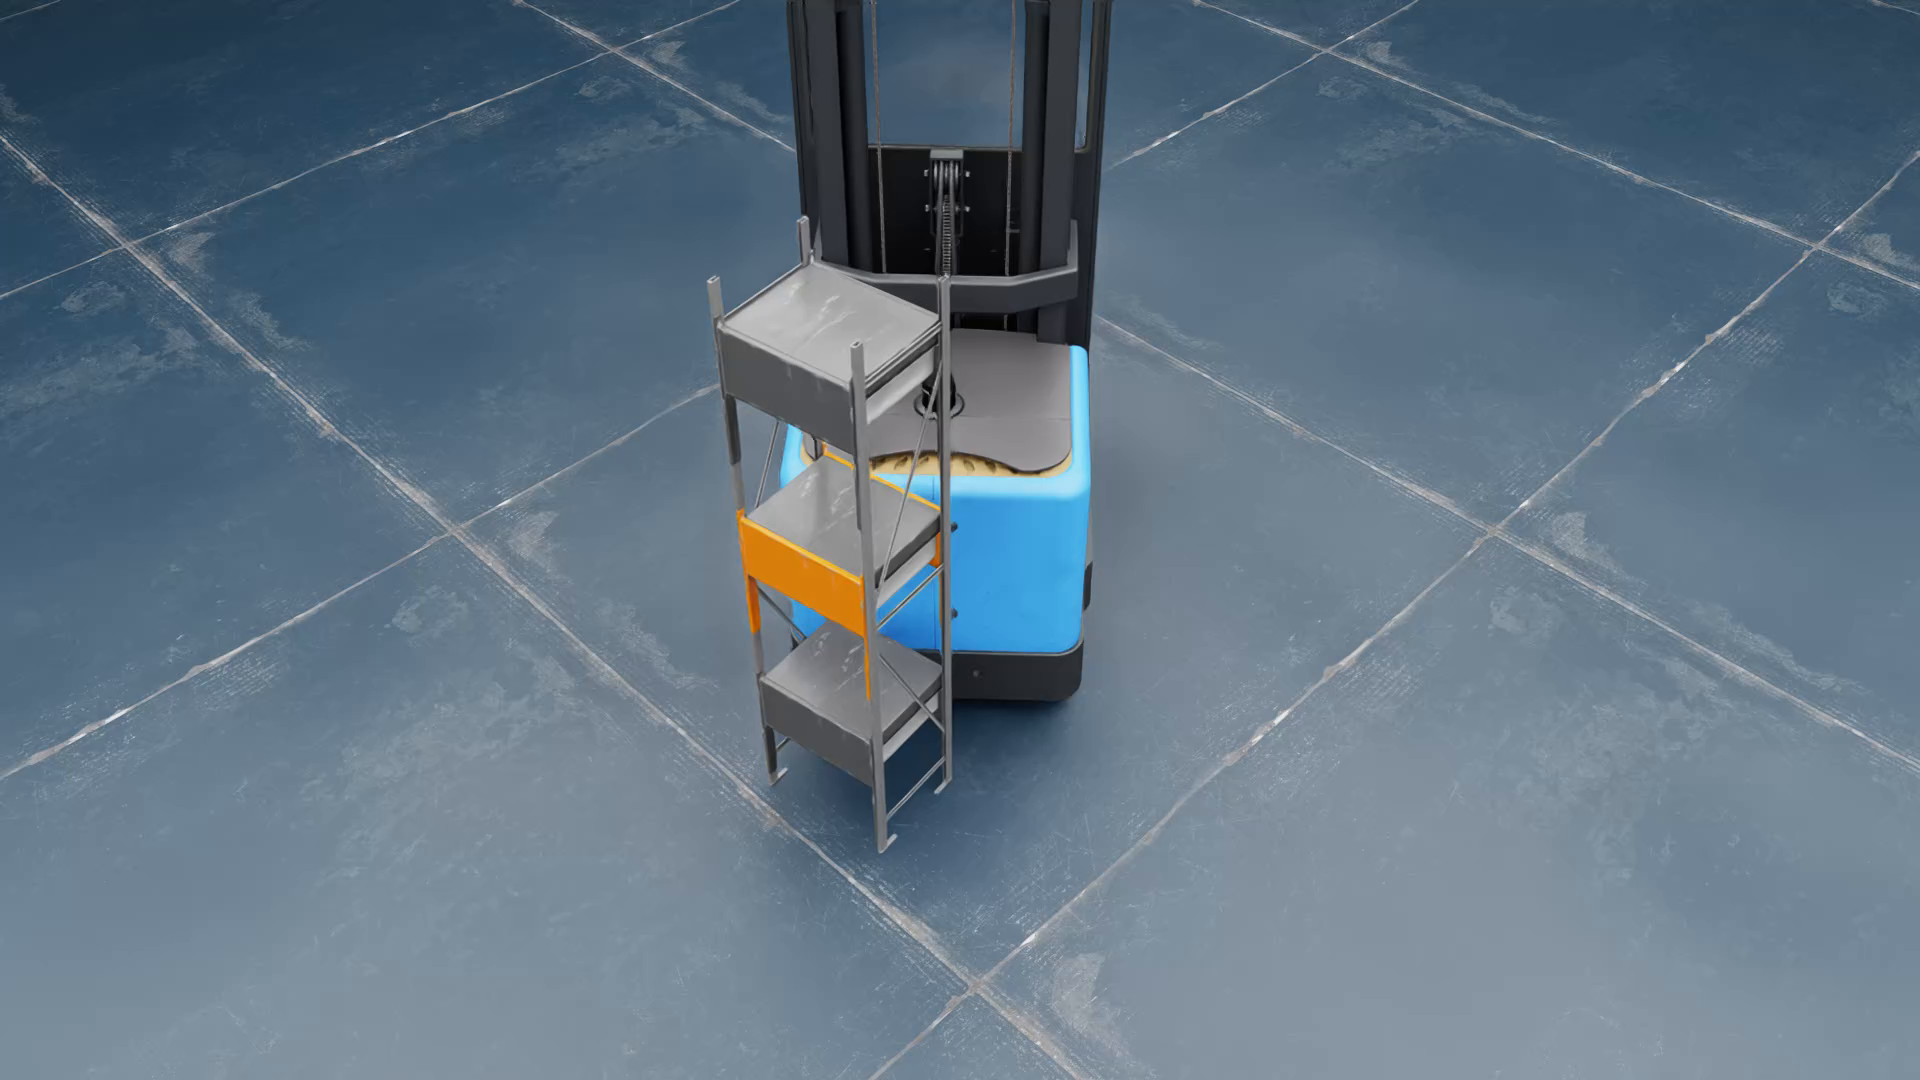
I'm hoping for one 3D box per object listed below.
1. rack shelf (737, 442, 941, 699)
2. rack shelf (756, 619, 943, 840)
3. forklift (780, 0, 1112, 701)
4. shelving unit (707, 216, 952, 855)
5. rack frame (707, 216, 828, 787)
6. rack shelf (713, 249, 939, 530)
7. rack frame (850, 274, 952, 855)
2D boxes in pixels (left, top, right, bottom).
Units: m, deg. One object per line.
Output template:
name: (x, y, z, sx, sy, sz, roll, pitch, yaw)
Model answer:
rack shelf: (-0.348, 0.089, 5.127, 0.480, 0.518, 0.431, 27, 49, 26)
rack shelf: (-0.348, 0.603, 5.602, 0.480, 0.518, 0.431, 27, 49, 26)
forklift: (-0.027, -1.479, 6.191, 1.130, 2.935, 3.031, 2, 43, 2)
shelving unit: (-0.348, 0.079, 5.117, 0.503, 2.100, 0.431, 27, 49, 26)
rack frame: (-0.545, -0.019, 5.224, 0.015, 2.100, 0.400, 27, 49, 26)
rack shelf: (-0.348, -0.425, 4.652, 0.480, 0.518, 0.431, 27, 49, 26)
rack frame: (-0.152, 0.177, 5.011, 0.015, 2.100, 0.400, 27, 49, 26)
